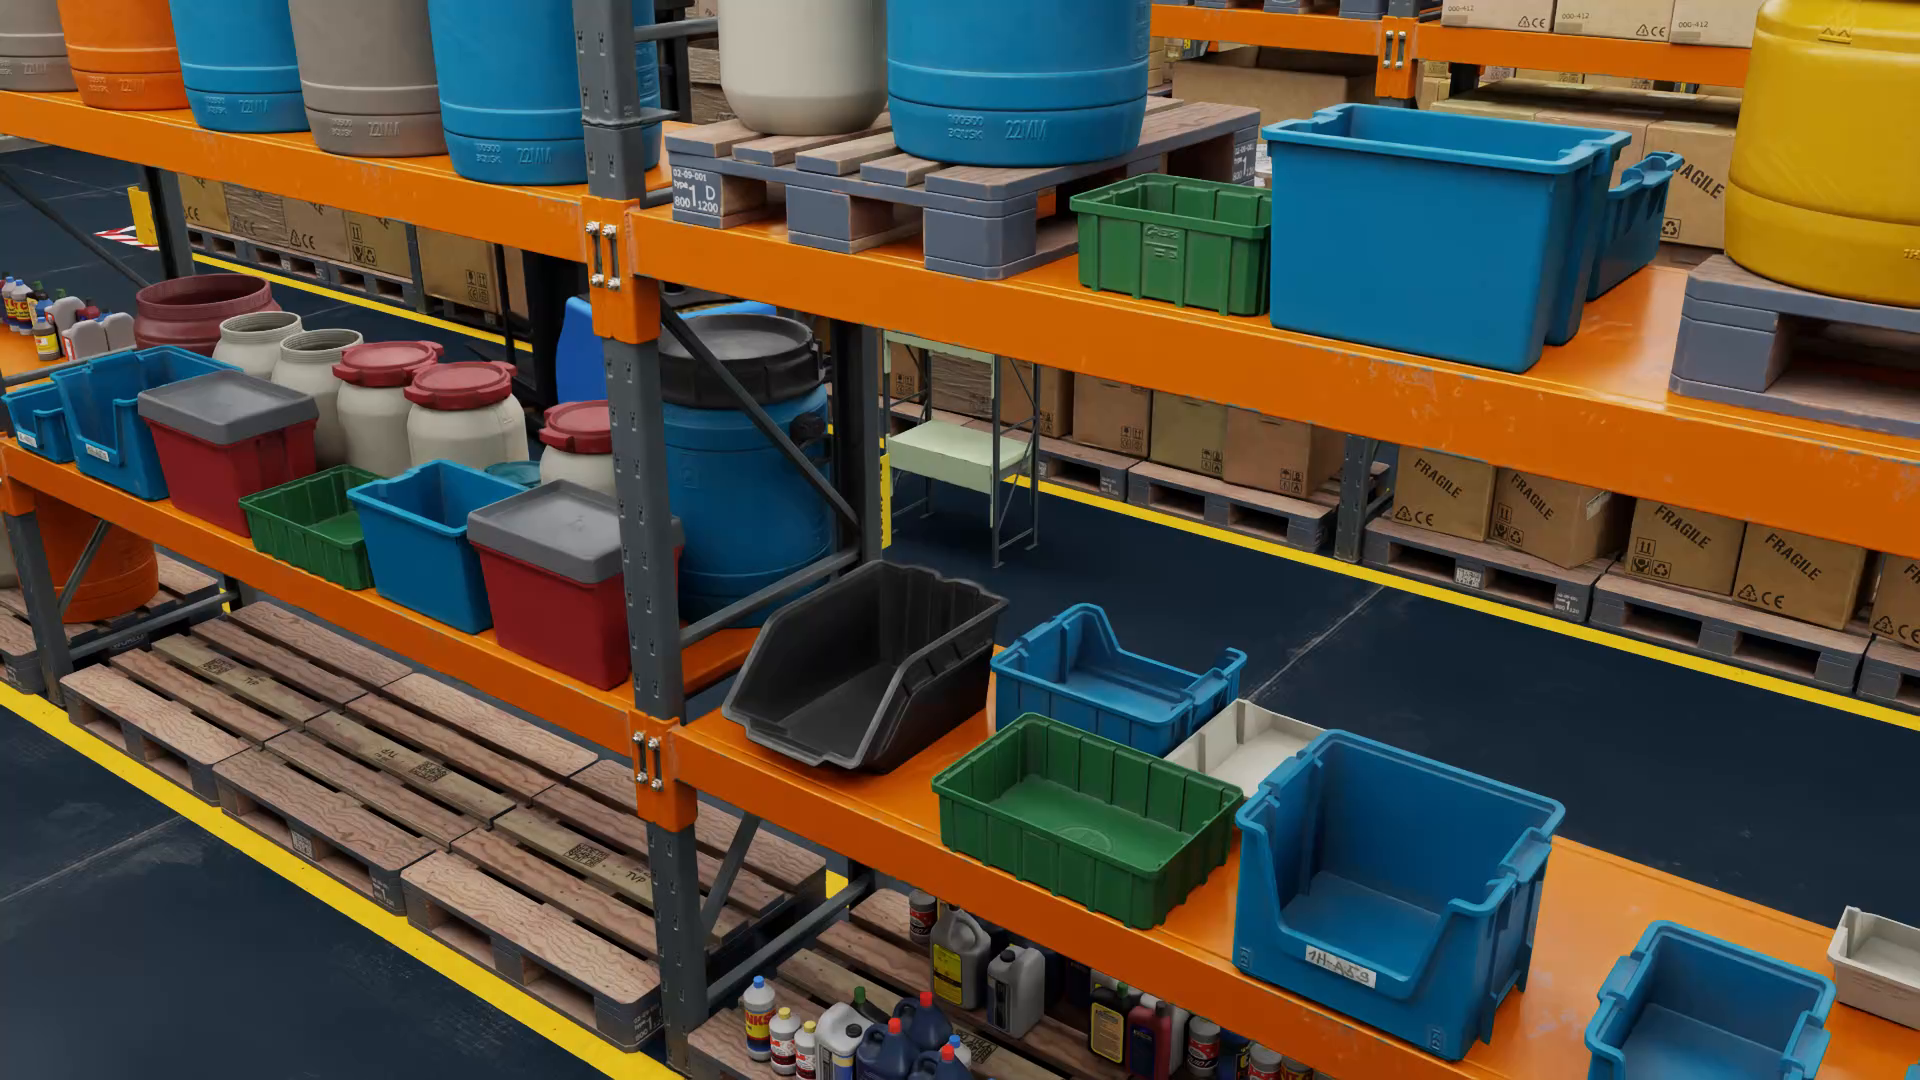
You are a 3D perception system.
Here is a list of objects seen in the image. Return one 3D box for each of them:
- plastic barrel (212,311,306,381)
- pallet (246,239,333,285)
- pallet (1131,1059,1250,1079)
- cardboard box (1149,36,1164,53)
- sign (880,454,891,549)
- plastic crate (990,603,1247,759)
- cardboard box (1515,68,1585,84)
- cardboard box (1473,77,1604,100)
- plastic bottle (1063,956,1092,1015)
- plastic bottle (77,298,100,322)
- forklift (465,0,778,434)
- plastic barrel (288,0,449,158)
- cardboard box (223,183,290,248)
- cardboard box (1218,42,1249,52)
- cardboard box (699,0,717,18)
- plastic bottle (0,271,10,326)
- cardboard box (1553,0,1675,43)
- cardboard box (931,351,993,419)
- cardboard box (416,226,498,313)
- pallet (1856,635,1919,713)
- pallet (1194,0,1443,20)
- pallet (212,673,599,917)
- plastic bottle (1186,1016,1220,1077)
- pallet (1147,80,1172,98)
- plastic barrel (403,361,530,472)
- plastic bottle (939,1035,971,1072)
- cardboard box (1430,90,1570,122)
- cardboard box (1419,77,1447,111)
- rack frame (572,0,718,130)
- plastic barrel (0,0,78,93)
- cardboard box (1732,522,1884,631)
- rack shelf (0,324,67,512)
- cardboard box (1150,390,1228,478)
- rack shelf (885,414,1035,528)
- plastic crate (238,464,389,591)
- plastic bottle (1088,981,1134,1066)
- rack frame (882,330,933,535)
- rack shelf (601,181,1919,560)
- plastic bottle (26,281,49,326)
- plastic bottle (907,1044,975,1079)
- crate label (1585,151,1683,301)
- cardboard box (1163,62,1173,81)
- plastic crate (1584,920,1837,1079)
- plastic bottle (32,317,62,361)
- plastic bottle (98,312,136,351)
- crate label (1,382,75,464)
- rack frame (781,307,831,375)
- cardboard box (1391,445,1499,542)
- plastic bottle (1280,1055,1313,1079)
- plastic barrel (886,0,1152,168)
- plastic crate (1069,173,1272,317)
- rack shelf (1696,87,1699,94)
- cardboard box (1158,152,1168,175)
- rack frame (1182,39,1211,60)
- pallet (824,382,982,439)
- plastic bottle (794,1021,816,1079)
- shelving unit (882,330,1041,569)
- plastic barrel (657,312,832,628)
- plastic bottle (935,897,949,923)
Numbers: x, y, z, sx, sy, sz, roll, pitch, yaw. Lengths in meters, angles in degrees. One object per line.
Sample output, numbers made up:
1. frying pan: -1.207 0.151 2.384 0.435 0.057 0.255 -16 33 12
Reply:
1. plastic barrel: -2.850 -0.654 6.876 0.421 0.512 0.421 0 24 0
2. pallet: -5.574 -2.576 14.835 1.213 0.211 1.003 17 29 33
3. pallet: 0.892 1.931 4.606 1.213 0.211 1.003 17 29 33
4. cardboard box: 1.557 -4.277 14.290 0.250 0.149 0.380 16 28 31
5. sign: -0.262 -0.117 5.453 0.005 0.325 0.100 17 29 33
6. plastic crate: 0.448 0.432 4.733 0.616 0.251 0.499 17 29 33
7. cardboard box: 4.612 -3.735 12.642 0.500 0.500 0.700 16 29 32
8. cardboard box: 2.895 -2.033 8.411 0.500 0.500 0.500 17 29 33
9. plastic bottle: 0.396 1.361 5.264 0.133 0.283 0.061 19 30 37
10. plastic bottle: -4.190 -1.033 8.019 0.133 0.283 0.061 17 29 33
11. forklift: -2.364 -2.148 10.490 1.130 2.935 3.031 -17 29 -34
12. plastic barrel: -1.661 -1.629 4.885 0.600 0.901 0.600 0 24 0
13. cardboard box: -5.944 -3.186 14.876 0.875 0.875 0.875 17 29 33
14. cardboard box: 2.578 -4.348 14.035 0.500 0.500 0.700 17 29 33
15. cardboard box: -2.345 -5.379 17.244 0.500 0.500 0.500 17 29 33
16. plastic bottle: -4.851 -1.233 8.472 0.133 0.283 0.061 17 29 33
17. cardboard box: 3.003 -2.400 7.443 0.500 0.250 0.500 17 29 33
18. cardboard box: 0.169 -1.153 10.701 0.500 0.500 0.700 14 27 29
19. cardboard box: -3.508 -2.420 13.136 0.875 0.875 1.225 17 29 33
20. pallet: 4.881 0.603 7.619 1.213 0.211 1.003 17 29 33
21. pallet: 1.940 -2.884 8.588 1.003 0.211 1.213 17 29 33
22. pallet: -2.233 0.988 6.746 1.213 0.211 1.003 17 29 33
23. plastic bottle: 0.738 1.511 5.025 0.097 0.201 0.097 0 24 0
24. pallet: 1.590 -4.007 14.862 1.003 0.211 1.213 17 29 33
25. plastic barrel: -1.822 -0.358 6.173 0.433 0.535 0.433 0 24 0
26. plastic bottle: -0.015 1.557 4.835 0.097 0.271 0.097 0 24 0
27. cardboard box: 2.577 -1.862 8.024 0.500 0.500 0.500 17 29 33
28. cardboard box: 3.631 -3.442 13.217 0.500 0.500 0.500 16 29 33
29. rack frame: -0.601 -2.561 3.902 0.127 3.000 1.000 17 29 33
30. plastic barrel: -3.275 -2.117 5.991 0.600 0.901 0.600 0 24 0
31. cardboard box: 4.092 0.058 7.978 0.500 0.500 0.500 20 31 38
32. rack shelf: -5.402 -0.937 8.550 4.000 0.370 1.077 17 29 33
33. cardboard box: 1.521 -0.748 9.782 0.500 0.500 0.700 17 29 33
34. rack shelf: 0.005 -0.386 9.075 0.720 0.370 0.431 17 29 33
35. plastic crate: -2.164 -0.049 5.904 0.662 0.188 0.450 17 29 33
36. plastic bottle: 0.459 1.452 5.057 0.133 0.283 0.061 17 29 33
37. rack frame: -0.288 -0.773 9.145 0.023 1.500 0.400 17 29 33
38. rack shelf: 1.000 -0.376 3.554 4.000 0.370 1.077 17 29 33
39. plastic bottle: -4.589 -1.153 8.292 0.133 0.283 0.061 17 29 33
40. plastic bottle: -0.053 1.570 4.707 0.185 0.351 0.144 15 28 31
41. crate label: 1.300 -0.712 3.611 0.408 0.251 0.502 17 29 33
42. cardboard box: 1.988 -4.207 14.870 0.250 0.149 0.380 16 29 33
43. plastic crate: 1.504 1.036 3.363 0.408 0.251 0.499 17 29 33
44. plastic bottle: -4.384 -0.968 7.974 0.097 0.201 0.097 0 24 0
45. plastic bottle: -3.954 -0.935 7.806 0.135 0.276 0.152 17 29 33
46. crate label: -3.689 -0.484 6.835 0.416 0.233 0.303 17 29 33
47. rack frame: -0.831 -2.381 10.934 0.127 3.000 1.000 17 29 33
48. cardboard box: 2.666 -0.352 8.909 0.500 0.500 0.500 16 28 32
49. plastic bottle: 0.982 1.553 4.844 0.097 0.271 0.097 0 24 0
50. plastic barrel: 0.131 -1.335 3.697 0.708 0.901 0.600 17 29 33
51. plastic crate: 0.499 -0.622 3.484 0.450 0.188 0.336 17 29 33
52. rack shelf: 6.713 -4.766 17.238 4.000 0.370 1.077 17 29 33
53. cardboard box: 0.927 -2.043 9.517 0.637 0.503 0.797 20 31 38
54. rack frame: 2.225 -3.957 14.510 0.127 3.000 1.000 17 29 33
55. pallet: -0.207 -0.916 11.066 1.213 0.211 1.003 17 29 33
56. plastic bottle: -0.446 1.531 4.980 0.097 0.201 0.097 0 24 0
57. shelving unit: 0.005 -0.685 8.944 0.755 1.500 0.431 17 29 33
58. plastic barrel: -0.728 -0.236 5.445 0.708 0.901 0.600 17 29 33
59. plastic bottle: -0.018 1.236 5.548 0.133 0.283 0.061 19 30 36
